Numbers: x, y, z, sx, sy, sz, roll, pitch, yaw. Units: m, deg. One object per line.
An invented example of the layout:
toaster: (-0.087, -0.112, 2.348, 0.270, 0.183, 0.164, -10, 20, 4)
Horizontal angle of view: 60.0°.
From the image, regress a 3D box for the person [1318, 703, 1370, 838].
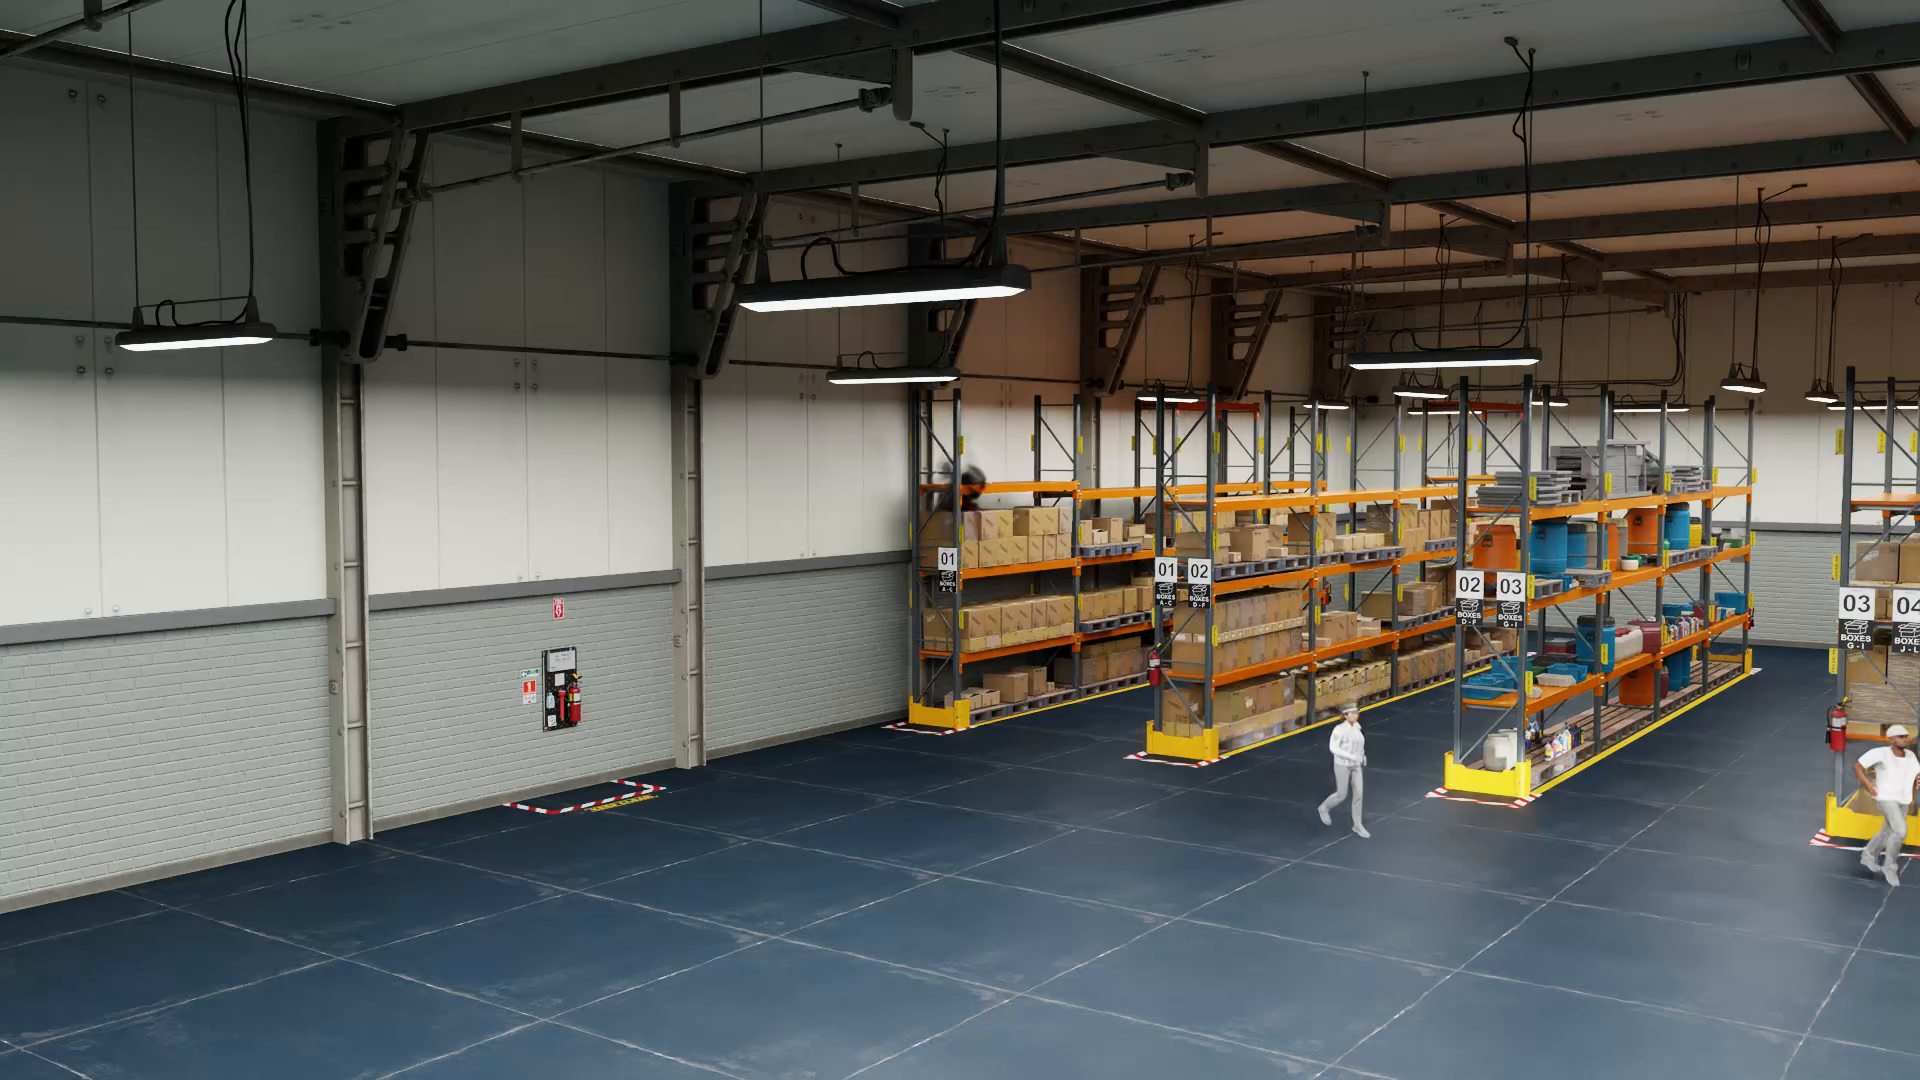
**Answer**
person: (5.011, 2.935, 21.489, 0.637, 1.712, 0.779, -2, 4, -31)

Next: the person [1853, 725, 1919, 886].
person: (10.759, 3.033, 19.193, 0.728, 1.824, 0.664, -1, 3, -15)
